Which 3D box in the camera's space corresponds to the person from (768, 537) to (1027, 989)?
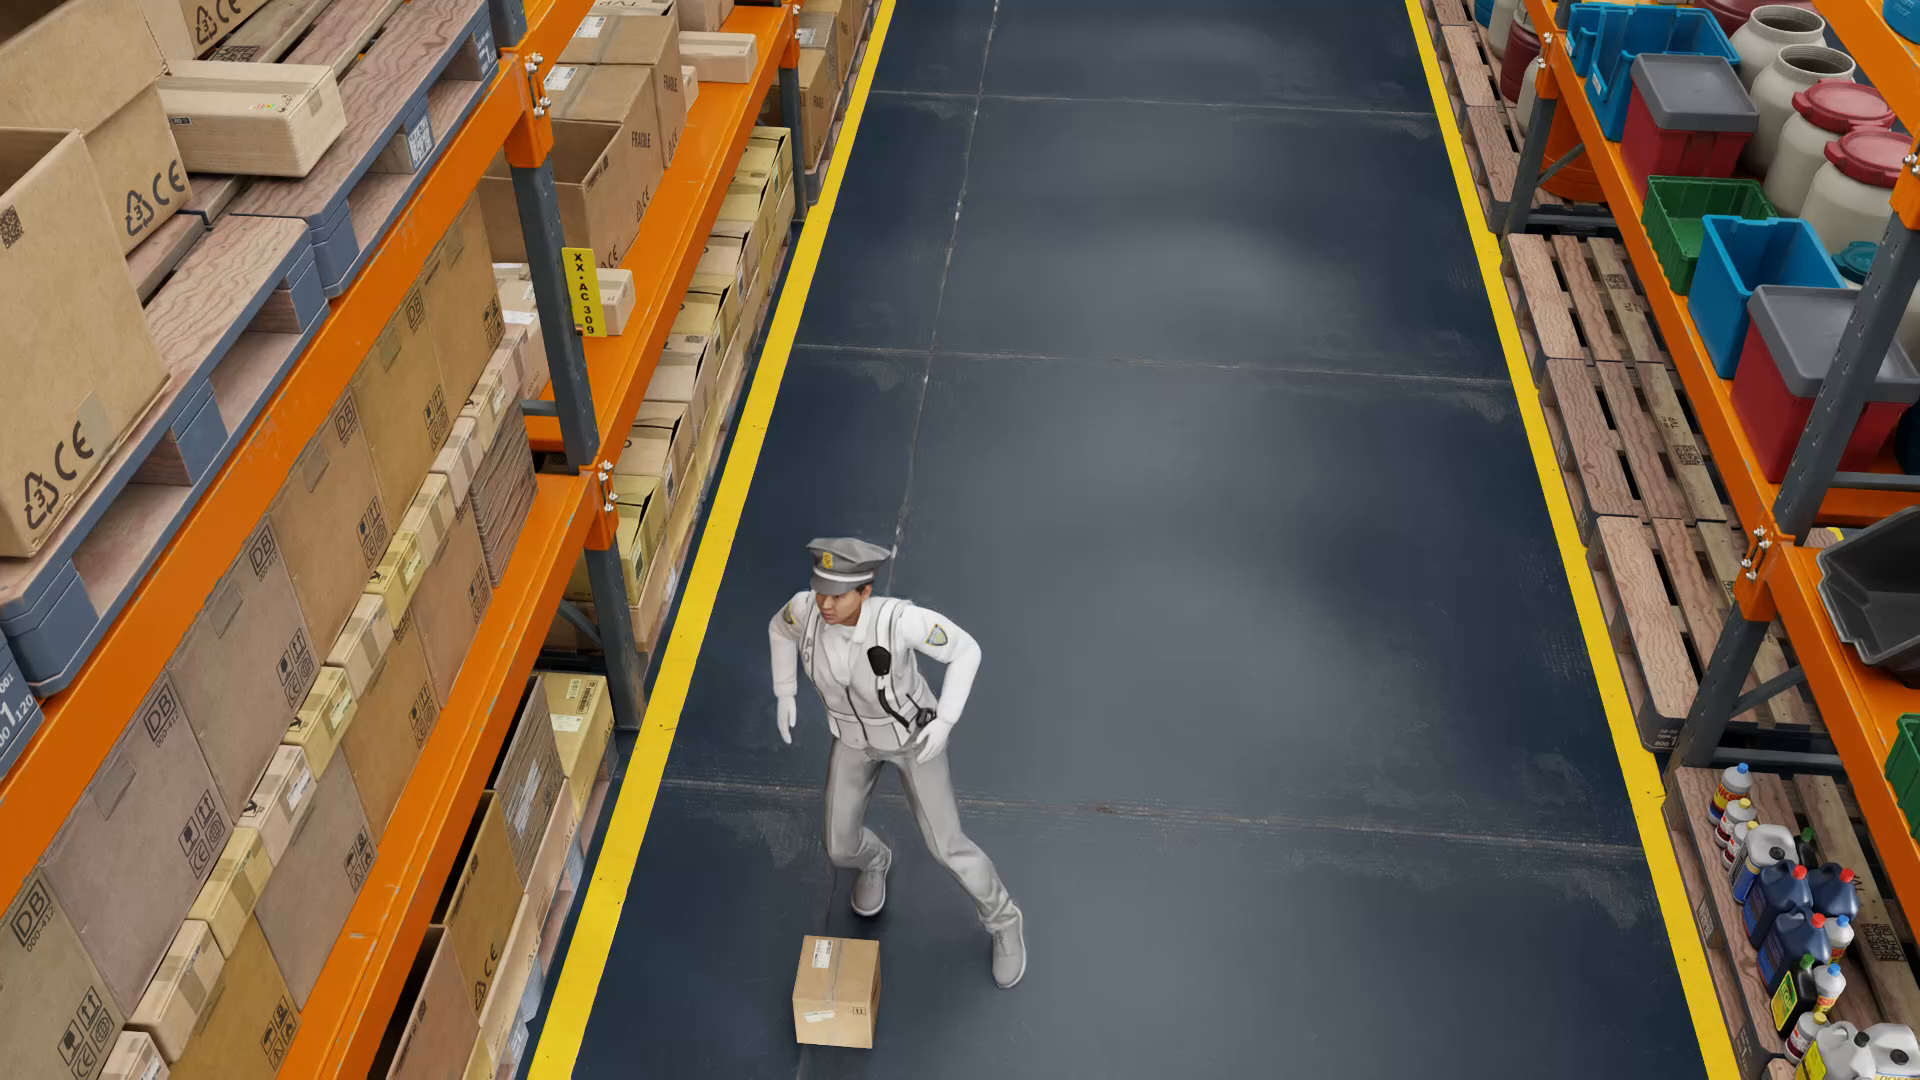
[{"bbox_3d":[-0.207,0.685,5.416,0.999,1.606,0.514,10,41,12],"label":"person"}]
